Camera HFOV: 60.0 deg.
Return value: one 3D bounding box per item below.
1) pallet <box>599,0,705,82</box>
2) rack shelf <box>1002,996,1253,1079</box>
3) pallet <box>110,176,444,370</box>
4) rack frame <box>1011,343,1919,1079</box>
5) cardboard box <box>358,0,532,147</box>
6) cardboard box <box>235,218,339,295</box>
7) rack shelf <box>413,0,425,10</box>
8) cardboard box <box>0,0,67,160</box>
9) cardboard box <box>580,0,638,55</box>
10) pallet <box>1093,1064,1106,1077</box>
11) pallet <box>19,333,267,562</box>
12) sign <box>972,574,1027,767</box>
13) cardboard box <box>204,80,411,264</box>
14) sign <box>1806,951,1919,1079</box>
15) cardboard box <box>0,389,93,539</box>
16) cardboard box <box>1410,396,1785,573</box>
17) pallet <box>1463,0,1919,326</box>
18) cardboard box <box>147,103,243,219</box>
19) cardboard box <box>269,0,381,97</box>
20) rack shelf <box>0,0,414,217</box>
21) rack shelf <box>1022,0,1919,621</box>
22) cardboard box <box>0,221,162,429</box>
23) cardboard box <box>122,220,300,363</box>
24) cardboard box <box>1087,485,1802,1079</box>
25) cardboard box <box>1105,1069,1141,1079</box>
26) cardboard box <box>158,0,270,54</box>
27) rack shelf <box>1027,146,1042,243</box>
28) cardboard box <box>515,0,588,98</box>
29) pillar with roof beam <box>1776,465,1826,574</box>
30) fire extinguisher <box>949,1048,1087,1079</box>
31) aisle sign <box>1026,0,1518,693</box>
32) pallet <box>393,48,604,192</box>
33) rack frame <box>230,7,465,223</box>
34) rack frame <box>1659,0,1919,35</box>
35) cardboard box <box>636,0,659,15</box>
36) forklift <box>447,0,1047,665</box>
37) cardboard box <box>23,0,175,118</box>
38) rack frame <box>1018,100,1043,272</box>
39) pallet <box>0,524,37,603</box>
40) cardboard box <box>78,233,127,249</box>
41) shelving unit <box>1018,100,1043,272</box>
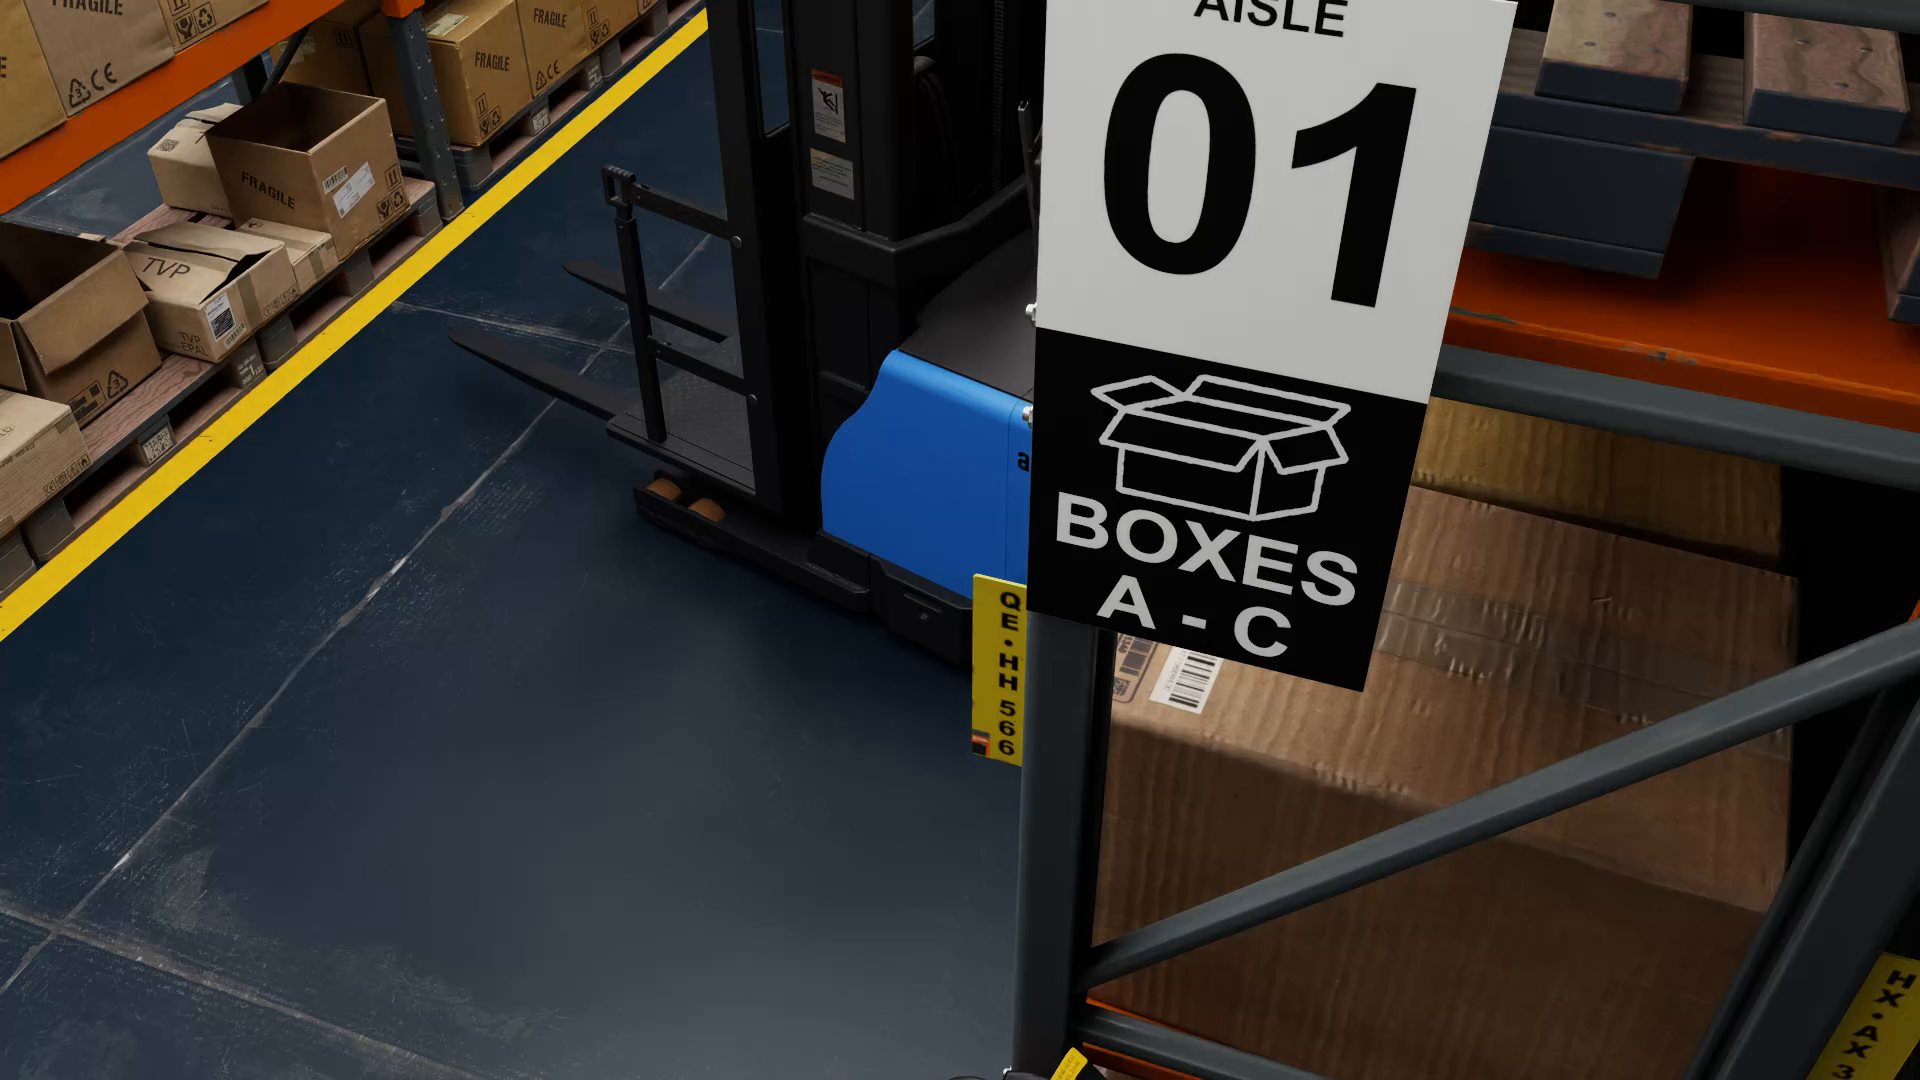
[{"bbox_3d":[-2.061,-2.890,8.975,1.003,0.211,1.213,13,42,15],"label":"pallet"},{"bbox_3d":[1.253,-0.109,4.121,1.077,0.370,4.000,13,42,15],"label":"rack shelf"},{"bbox_3d":[-2.955,-1.221,7.018,1.003,0.211,1.213,13,42,15],"label":"pallet"},{"bbox_3d":[0.569,0.837,2.458,1.000,3.000,0.127,13,42,15],"label":"rack frame"},{"bbox_3d":[-2.325,-2.157,7.555,0.500,0.500,0.500,11,42,13],"label":"cardboard box"},{"bbox_3d":[-2.720,-1.130,6.621,0.380,0.149,0.250,13,42,15],"label":"cardboard box"},{"bbox_3d":[-2.036,-3.646,8.267,1.077,0.370,4.000,13,42,15],"label":"rack shelf"},{"bbox_3d":[-3.169,-1.436,5.046,0.500,0.500,0.500,14,42,16],"label":"cardboard box"},{"bbox_3d":[-1.975,-2.788,8.294,0.500,0.500,0.500,14,42,16],"label":"cardboard box"},{"bbox_3d":[0.769,1.393,3.955,1.003,0.211,1.213,13,42,15],"label":"pallet"},{"bbox_3d":[-3.371,-0.474,6.143,1.003,0.211,1.213,13,42,15],"label":"pallet"},{"bbox_3d":[0.064,0.177,2.157,0.100,0.325,0.005,13,42,15],"label":"sign"},{"bbox_3d":[-2.648,-1.506,6.791,0.500,0.500,0.500,13,42,15],"label":"cardboard box"},{"bbox_3d":[1.089,0.604,2.003,0.100,0.325,0.005,13,42,15],"label":"sign"},{"bbox_3d":[-3.293,-0.260,5.524,0.500,0.250,0.500,13,42,15],"label":"cardboard box"},{"bbox_3d":[0.972,-0.037,3.251,0.980,0.700,0.700,13,42,15],"label":"cardboard box"},{"bbox_3d":[0.813,-0.725,2.046,1.003,0.211,1.213,13,42,15],"label":"pallet"},{"bbox_3d":[-3.066,-1.637,7.090,0.500,0.311,0.500,13,42,15],"label":"cardboard box"},{"bbox_3d":[-2.820,-2.281,7.700,0.500,0.500,0.500,13,42,15],"label":"cardboard box"},{"bbox_3d":[-3.403,-1.207,5.407,1.077,0.370,4.000,13,42,15],"label":"rack shelf"},{"bbox_3d":[1.253,-1.251,3.148,1.077,0.370,4.000,13,42,15],"label":"rack shelf"},{"bbox_3d":[-3.357,-0.771,5.927,0.797,0.503,0.637,13,42,15],"label":"cardboard box"},{"bbox_3d":[-2.904,-0.977,6.316,0.500,0.311,0.500,13,42,15],"label":"cardboard box"},{"bbox_3d":[0.734,0.409,2.728,0.980,0.700,0.700,15,43,17],"label":"cardboard box"},{"bbox_3d":[0.714,1.179,3.660,0.700,0.500,0.500,13,42,15],"label":"cardboard box"},{"bbox_3d":[-2.824,-2.062,5.778,0.500,0.500,0.500,14,43,16],"label":"cardboard box"},{"bbox_3d":[0.466,-0.790,3.810,0.480,0.518,0.431,11,55,17],"label":"rack shelf"},{"bbox_3d":[-2.153,-2.485,7.939,0.500,0.500,0.500,14,42,16],"label":"cardboard box"},{"bbox_3d":[-1.535,-4.222,3.765,9.100,9.000,0.400,13,42,15],"label":"pillar with roof beam"},{"bbox_3d":[0.084,0.998,2.617,0.296,0.674,0.183,13,42,15],"label":"fire extinguisher"},{"bbox_3d":[0.263,-0.175,1.641,0.394,0.787,0.004,13,42,15],"label":"aisle sign"},{"bbox_3d":[-2.477,-2.144,8.100,1.003,0.211,1.213,13,42,15],"label":"pallet"},{"bbox_3d":[-2.719,-2.700,6.604,1.000,3.000,0.127,13,42,15],"label":"rack frame"},{"bbox_3d":[0.569,-1.446,0.511,1.000,3.000,0.127,13,42,15],"label":"rack frame"},{"bbox_3d":[-1.802,-3.097,8.655,0.500,0.500,0.500,12,42,13],"label":"cardboard box"},{"bbox_3d":[-0.518,-1.348,5.071,3.031,2.935,1.130,24,46,26],"label":"forklift"},{"bbox_3d":[-2.998,-1.748,5.410,0.500,0.500,0.500,14,42,16],"label":"cardboard box"},{"bbox_3d":[0.324,-0.416,4.419,0.015,2.100,0.400,11,55,17],"label":"rack frame"},{"bbox_3d":[-3.790,0.268,5.274,1.003,0.211,1.213,13,42,15],"label":"pallet"},{"bbox_3d":[-3.353,-1.052,6.516,0.380,0.166,0.250,13,42,15],"label":"cardboard box"},{"bbox_3d":[0.553,-0.372,4.347,0.503,2.100,0.431,11,55,17],"label":"shelving unit"}]
